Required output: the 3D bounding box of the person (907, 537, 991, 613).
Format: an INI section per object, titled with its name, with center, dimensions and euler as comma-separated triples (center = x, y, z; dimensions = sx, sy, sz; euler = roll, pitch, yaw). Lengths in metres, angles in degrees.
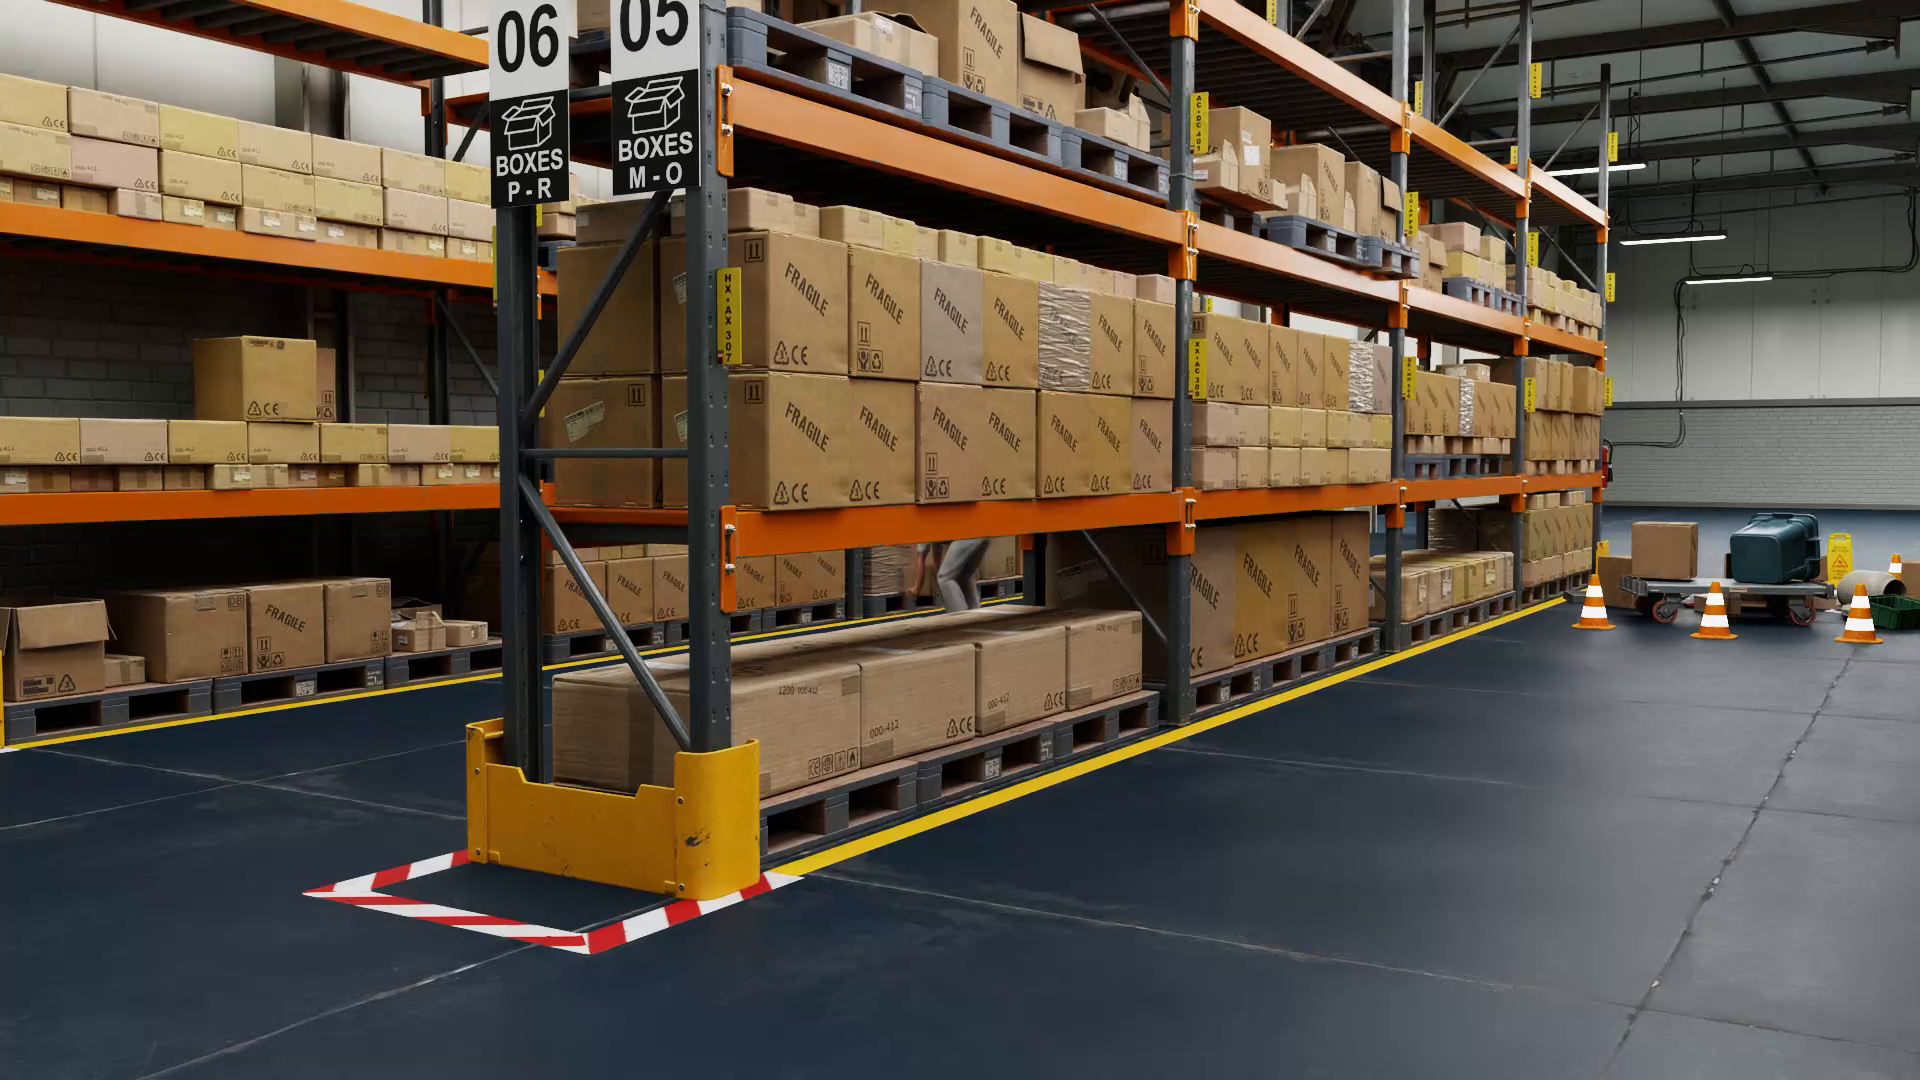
[person]
center = -0.156, 0.252, 14.060
dimensions = 0.871, 1.074, 0.431
euler = 2, 3, 29
